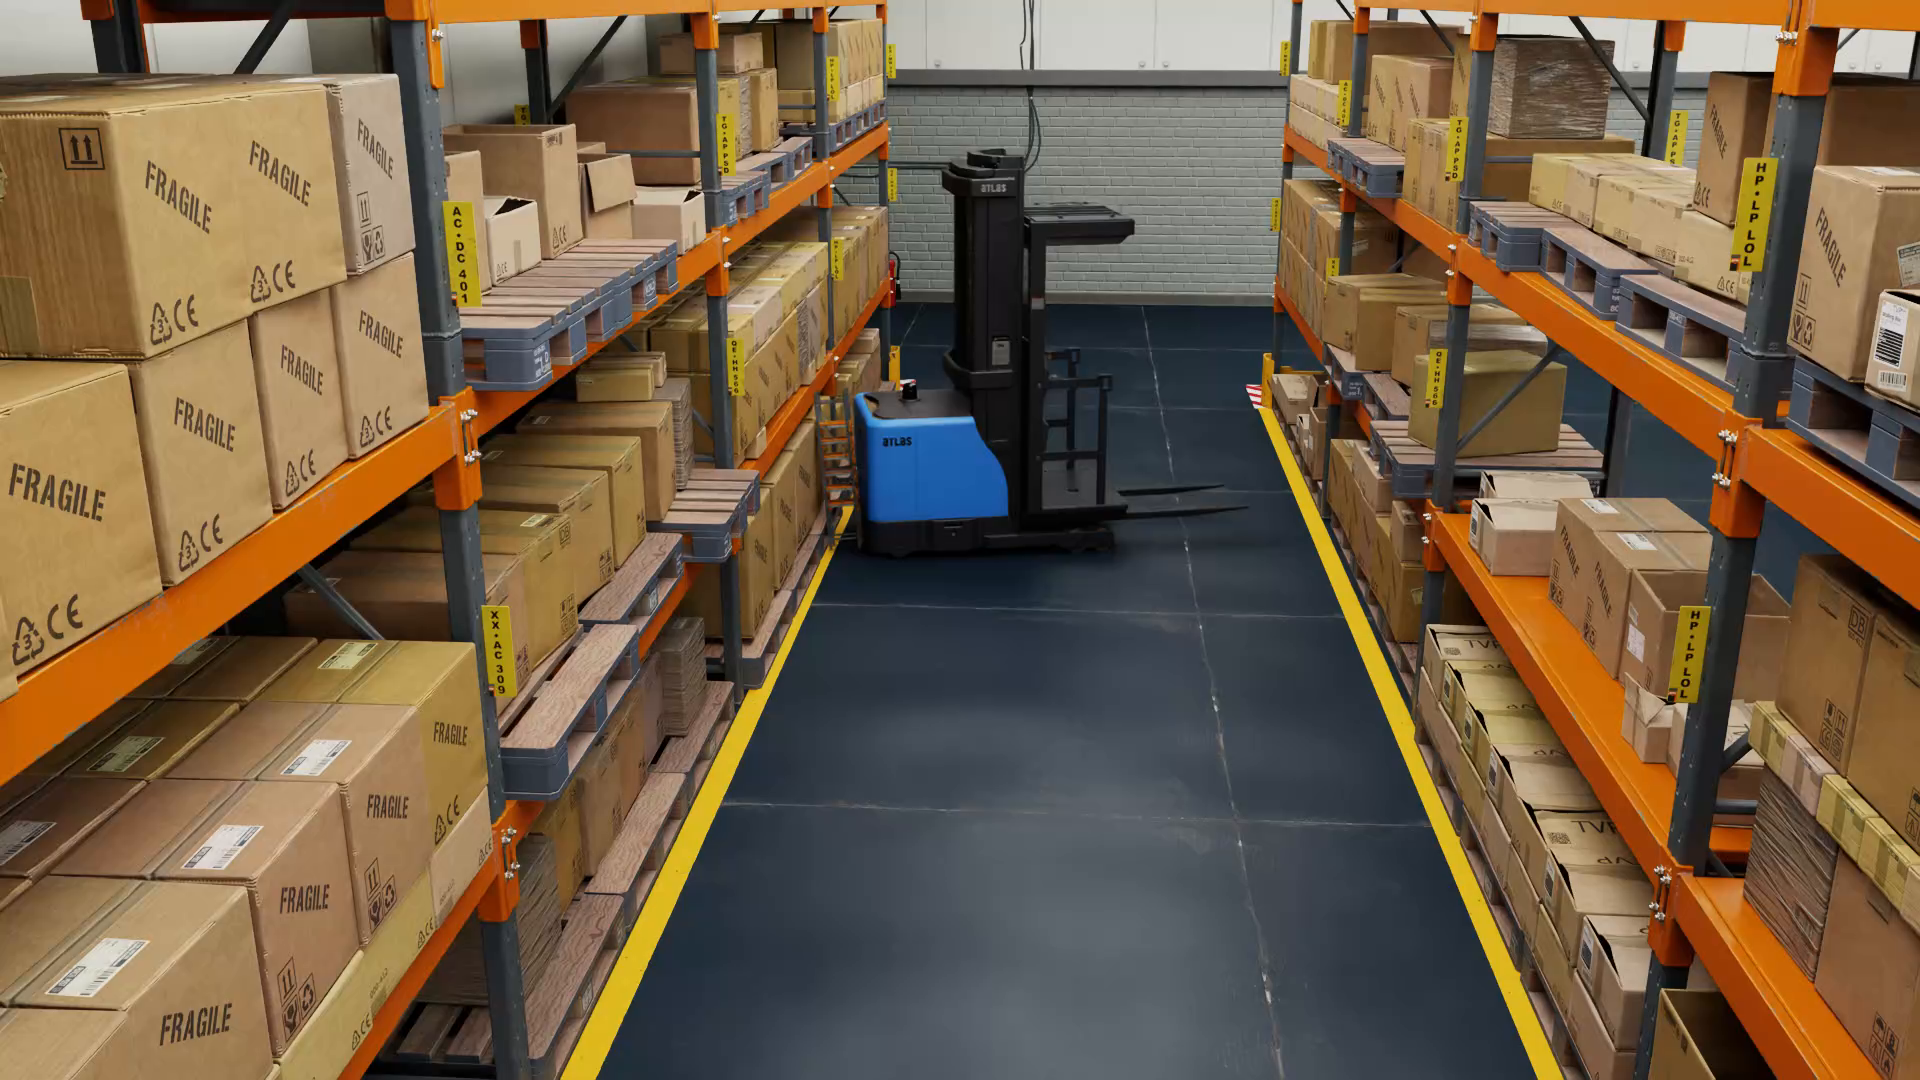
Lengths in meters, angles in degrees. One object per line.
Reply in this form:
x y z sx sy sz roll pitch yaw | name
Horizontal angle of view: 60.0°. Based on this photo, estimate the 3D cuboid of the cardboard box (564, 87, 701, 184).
-1.825 -2.297 9.432 0.700 0.500 0.500 0 18 0 | cardboard box

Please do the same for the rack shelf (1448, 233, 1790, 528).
2.996 -0.819 6.944 1.077 0.370 4.000 1 18 4 | rack shelf

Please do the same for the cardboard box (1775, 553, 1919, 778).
2.827 0.359 4.765 0.700 0.500 0.500 1 18 4 | cardboard box

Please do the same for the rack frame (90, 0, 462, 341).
-2.089 -2.075 4.803 1.000 3.000 0.127 1 18 4 | rack frame

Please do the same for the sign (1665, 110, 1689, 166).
3.692 -2.051 8.589 0.100 0.325 0.005 1 18 4 | sign

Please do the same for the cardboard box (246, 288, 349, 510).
-1.928 -0.387 4.277 0.500 0.500 0.500 0 18 -1 | cardboard box

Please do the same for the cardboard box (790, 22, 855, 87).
-1.154 -4.041 13.823 0.500 0.500 0.500 1 18 3 | cardboard box

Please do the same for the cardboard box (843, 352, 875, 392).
-1.215 -1.587 16.290 0.700 0.500 0.500 1 18 4 | cardboard box

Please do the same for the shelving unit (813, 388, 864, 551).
-0.915 -0.533 12.562 0.258 1.200 0.189 -5 11 3 | shelving unit

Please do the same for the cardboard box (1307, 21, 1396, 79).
3.572 -4.476 15.183 0.700 0.500 0.500 1 18 4 | cardboard box

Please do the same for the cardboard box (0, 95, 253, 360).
-1.910 -0.687 3.586 0.500 0.500 0.500 1 18 2 | cardboard box

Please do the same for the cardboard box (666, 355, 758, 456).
-1.512 -0.810 9.906 0.500 0.500 0.500 2 18 6 | cardboard box

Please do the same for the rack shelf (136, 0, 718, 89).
-1.946 -2.164 6.873 1.077 0.370 4.000 1 18 4 | rack shelf

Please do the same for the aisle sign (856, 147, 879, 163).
-0.924 -4.202 16.754 0.394 0.787 0.004 1 18 4 | aisle sign

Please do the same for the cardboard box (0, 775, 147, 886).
-2.413 0.938 4.247 0.500 0.500 0.500 2 18 5 | cardboard box

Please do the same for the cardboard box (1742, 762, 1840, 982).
2.827 0.976 4.967 0.700 0.500 0.500 1 18 2 | cardboard box

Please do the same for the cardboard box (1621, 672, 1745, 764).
2.732 0.672 6.270 0.396 0.266 0.258 1 18 3 | cardboard box

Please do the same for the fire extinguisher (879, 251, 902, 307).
-0.758 -2.773 17.293 0.296 0.674 0.183 1 18 4 | fire extinguisher

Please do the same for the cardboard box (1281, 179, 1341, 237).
3.418 -3.232 16.203 0.500 0.500 0.500 2 18 6 | cardboard box

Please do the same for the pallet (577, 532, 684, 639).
-1.903 0.241 7.679 1.003 0.211 1.213 1 18 4 | pallet

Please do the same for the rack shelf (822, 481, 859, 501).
-0.900 -0.372 12.592 0.258 0.103 0.180 -5 11 3 | rack shelf

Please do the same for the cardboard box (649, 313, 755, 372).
-1.510 -1.165 9.787 0.500 0.250 0.500 2 18 5 | cardboard box

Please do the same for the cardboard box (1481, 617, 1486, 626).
3.489 0.324 10.424 0.500 0.500 0.500 1 18 2 | cardboard box

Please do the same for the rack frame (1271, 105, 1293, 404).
3.712 -2.841 16.777 1.000 3.000 0.127 1 18 4 | rack frame

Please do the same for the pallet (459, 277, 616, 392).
-1.939 -0.749 5.877 1.213 0.211 1.003 1 18 4 | pallet

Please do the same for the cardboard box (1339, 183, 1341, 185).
3.955 -3.220 16.165 0.500 0.500 0.500 1 18 3 | cardboard box

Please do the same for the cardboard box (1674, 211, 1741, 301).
2.943 -1.030 5.998 0.500 0.250 0.500 0 18 -1 | cardboard box

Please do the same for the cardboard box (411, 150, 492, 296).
-1.970 -1.064 5.702 0.500 0.500 0.500 4 19 12 | cardboard box

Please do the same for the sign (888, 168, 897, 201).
-0.689 -3.597 16.844 0.100 0.325 0.005 1 18 4 | sign

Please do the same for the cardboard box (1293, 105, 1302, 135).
3.373 -3.887 15.391 0.500 0.250 0.500 1 18 4 | cardboard box

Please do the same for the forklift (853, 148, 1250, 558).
0.719 -1.463 12.681 3.031 2.935 1.130 -3 18 -9 | forklift

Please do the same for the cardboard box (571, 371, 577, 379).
-2.031 -0.817 9.929 0.500 0.500 0.500 1 18 4 | cardboard box

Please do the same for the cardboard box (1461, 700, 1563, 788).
2.740 0.962 8.012 0.500 0.311 0.500 1 18 2 | cardboard box

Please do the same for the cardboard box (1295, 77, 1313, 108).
3.373 -4.124 15.313 0.500 0.250 0.500 1 18 4 | cardboard box

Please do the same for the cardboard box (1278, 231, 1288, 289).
3.418 -2.757 16.359 0.500 0.500 0.500 2 18 5 | cardboard box

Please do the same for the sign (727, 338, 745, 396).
-1.260 -0.970 9.332 0.100 0.325 0.005 1 18 4 | sign

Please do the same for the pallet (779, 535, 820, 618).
-1.580 0.238 11.858 1.003 0.211 1.213 1 18 4 | pallet

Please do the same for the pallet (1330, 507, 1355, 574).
3.405 -0.020 12.647 1.003 0.211 1.213 1 18 4 | pallet

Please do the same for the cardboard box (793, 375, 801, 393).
-1.359 -1.171 12.051 0.380 0.149 0.250 1 18 4 | cardboard box

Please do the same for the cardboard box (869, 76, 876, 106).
-1.053 -4.157 15.381 0.500 0.250 0.500 1 18 2 | cardboard box

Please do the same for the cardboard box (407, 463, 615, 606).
-1.955 -0.016 7.289 0.700 0.500 0.500 4 19 11 | cardboard box

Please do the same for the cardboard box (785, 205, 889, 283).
-1.255 -2.935 16.580 0.980 0.700 0.700 2 18 6 | cardboard box

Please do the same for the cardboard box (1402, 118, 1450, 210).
3.210 -2.286 10.104 0.910 0.500 0.500 1 18 4 | cardboard box

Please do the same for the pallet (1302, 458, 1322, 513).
3.476 -0.487 14.071 1.003 0.211 1.213 1 18 4 | pallet

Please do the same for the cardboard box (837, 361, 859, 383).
-1.116 -1.523 15.051 0.380 0.149 0.250 1 18 2 | cardboard box

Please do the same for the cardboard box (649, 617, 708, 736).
-1.802 0.737 9.163 0.700 0.500 0.500 2 18 5 | cardboard box

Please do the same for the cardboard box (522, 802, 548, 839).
-2.025 1.033 7.058 0.500 0.250 0.500 1 18 3 | cardboard box

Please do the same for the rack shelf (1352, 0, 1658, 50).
3.282 -3.297 10.330 1.077 0.370 4.000 1 18 4 | rack shelf

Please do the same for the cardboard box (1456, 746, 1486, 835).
2.742 1.224 8.111 0.500 0.250 0.500 1 18 2 | cardboard box

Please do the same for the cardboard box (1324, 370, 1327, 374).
3.919 -1.688 16.566 0.500 0.500 0.500 1 18 4 | cardboard box

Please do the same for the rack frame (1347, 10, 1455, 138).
3.426 -4.450 12.052 1.000 3.000 0.127 1 18 4 | rack frame

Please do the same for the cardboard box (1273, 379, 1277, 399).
3.322 -1.504 16.539 0.380 0.166 0.250 1 18 4 | cardboard box
